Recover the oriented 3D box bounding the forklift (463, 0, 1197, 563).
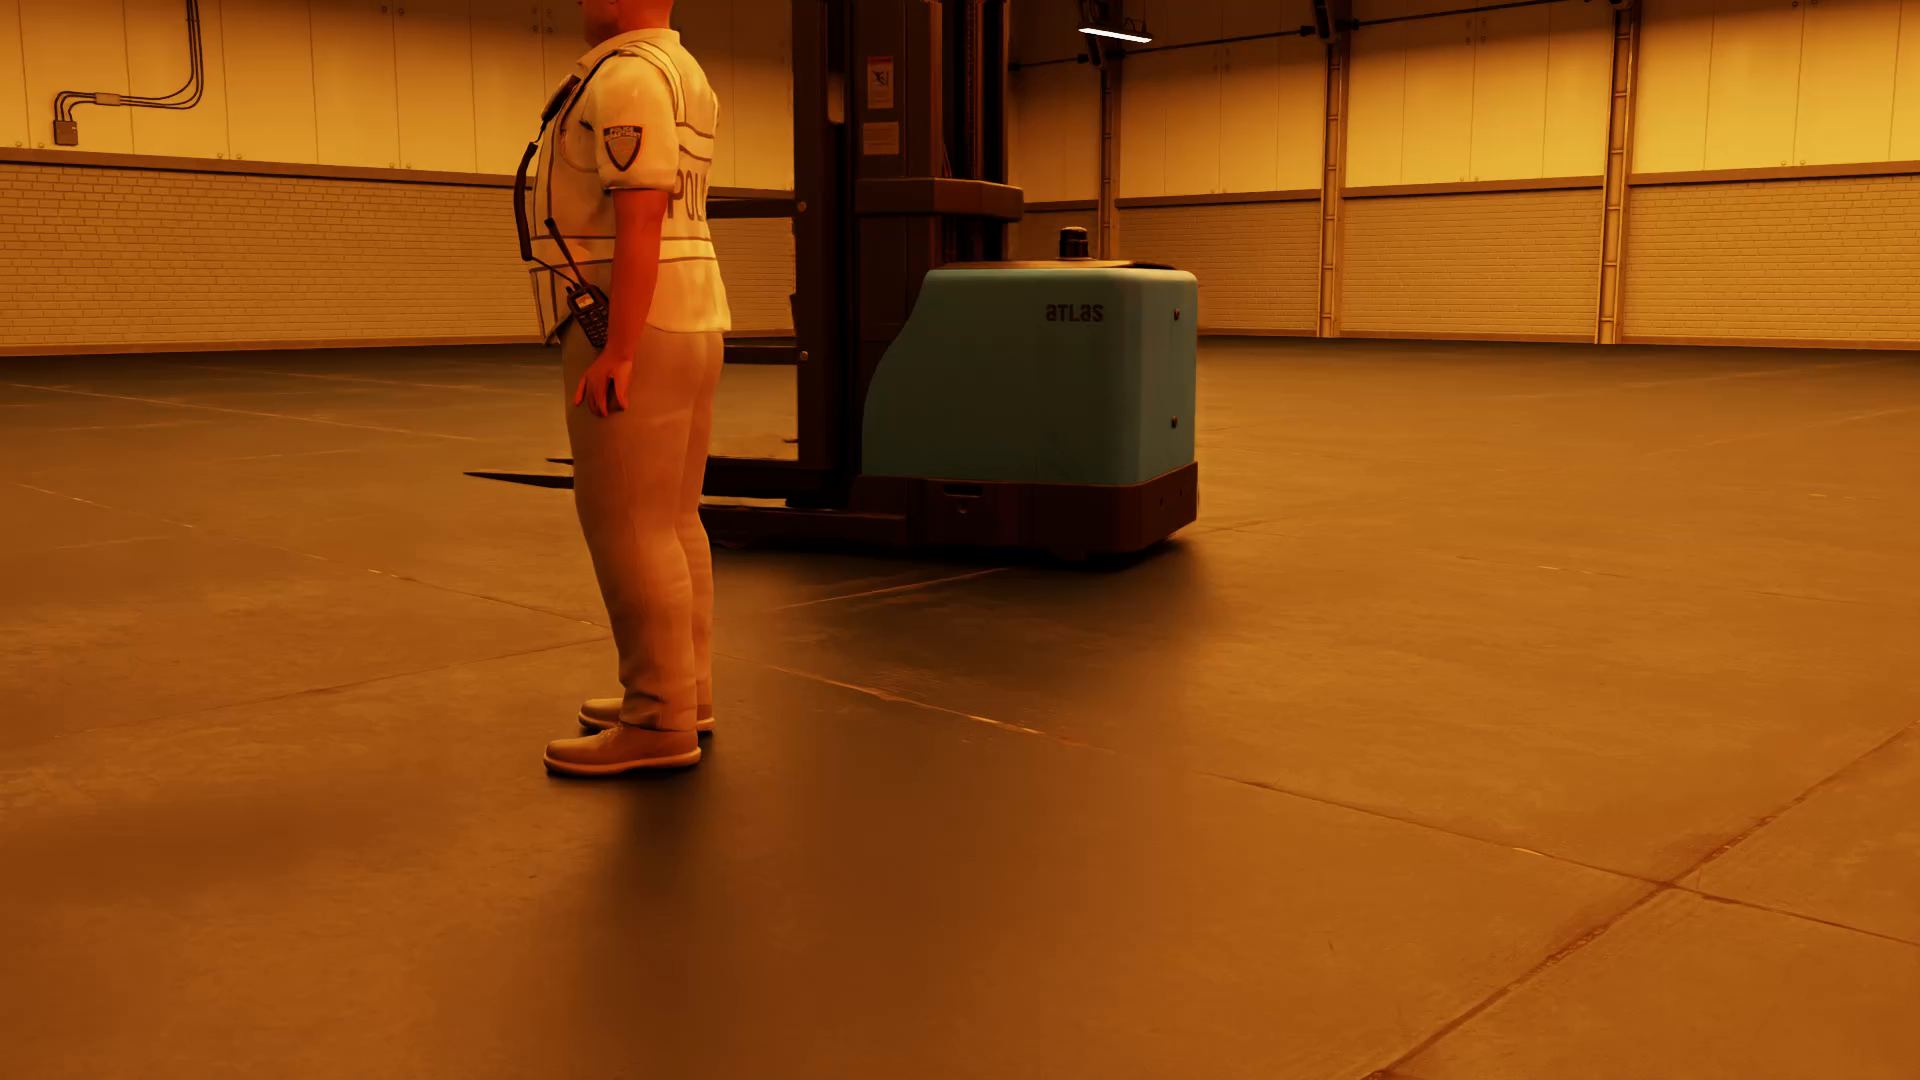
[{"bbox_3d":[-0.606,-1.482,6.717,3.031,2.935,1.130,3,9,21],"label":"forklift"}]

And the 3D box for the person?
[{"bbox_3d":[-0.692,-0.412,3.512,0.397,1.774,0.522,0,9,3],"label":"person"}]
